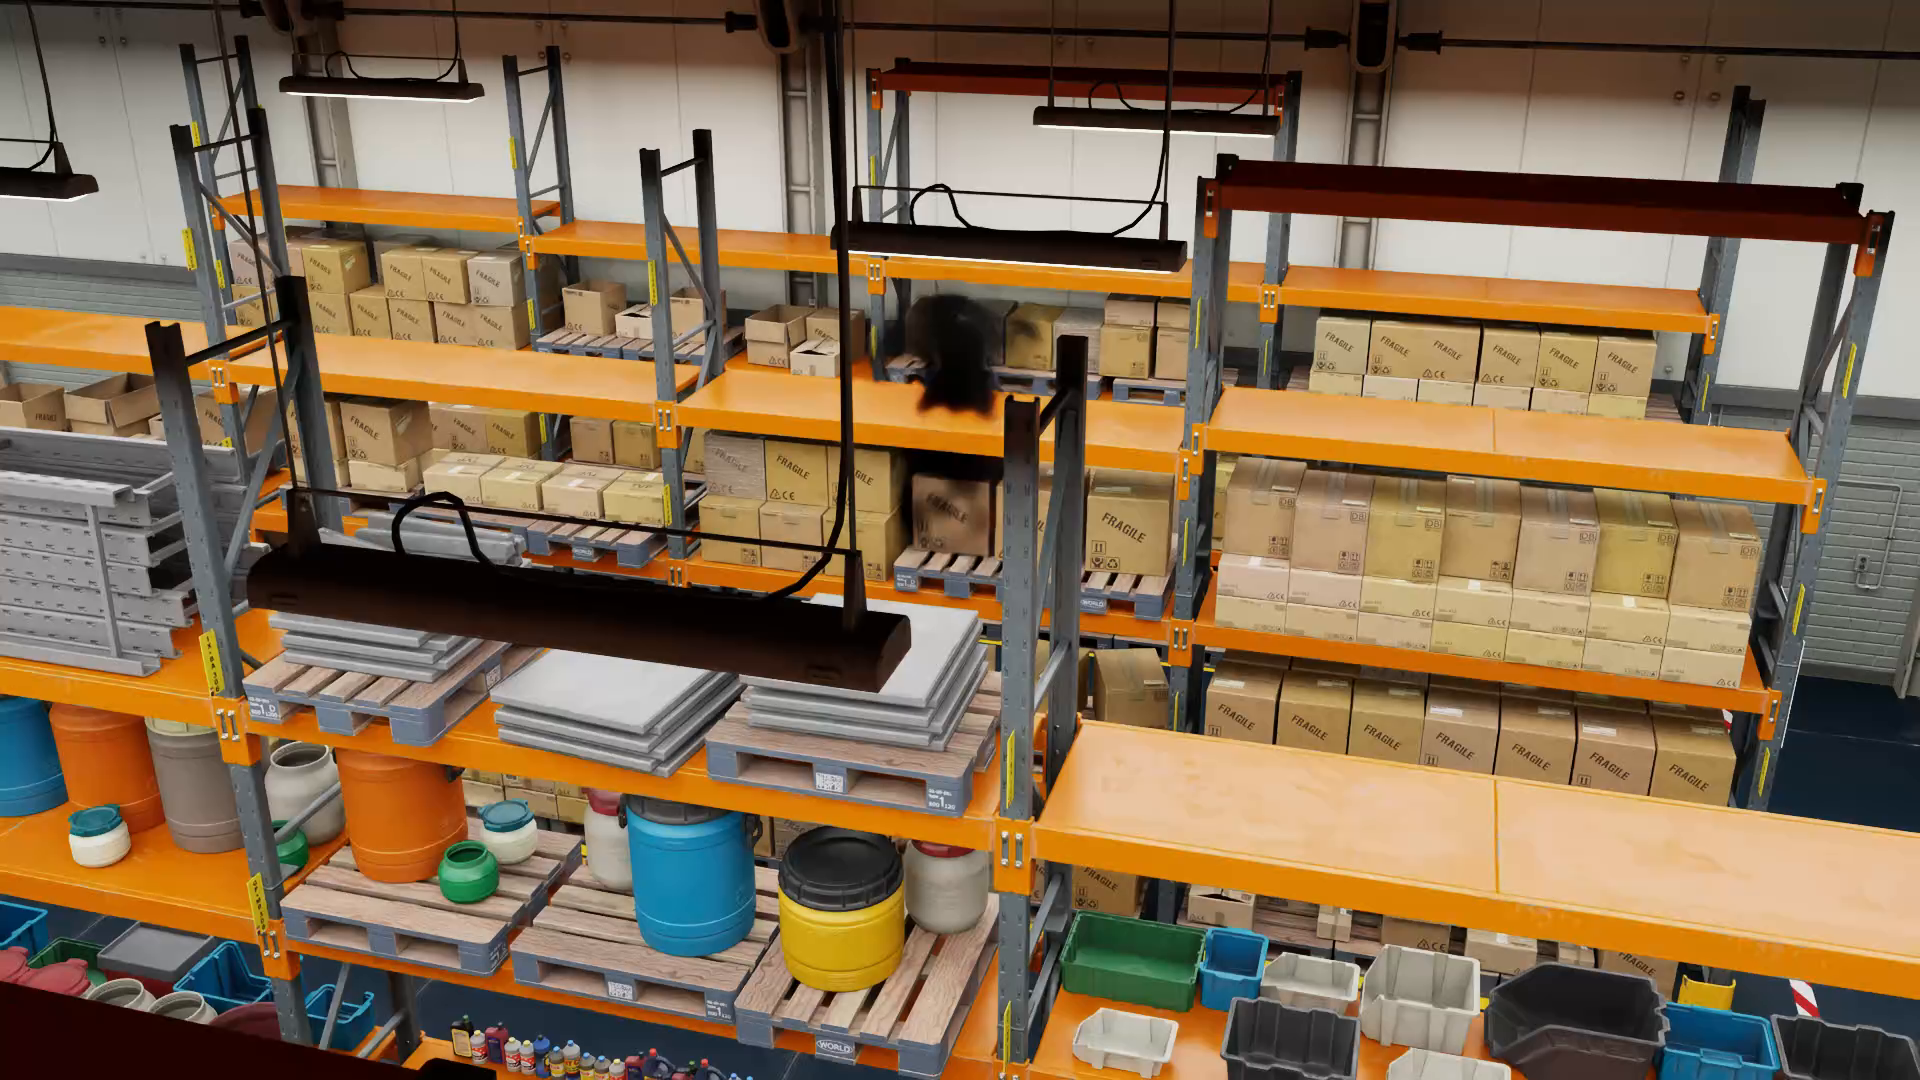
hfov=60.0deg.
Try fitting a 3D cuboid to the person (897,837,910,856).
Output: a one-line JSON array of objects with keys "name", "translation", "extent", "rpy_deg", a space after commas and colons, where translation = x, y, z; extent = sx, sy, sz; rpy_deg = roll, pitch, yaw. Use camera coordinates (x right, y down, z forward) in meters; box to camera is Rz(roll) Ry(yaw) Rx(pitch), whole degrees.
[{"name": "person", "translation": [-0.127, 2.786, 12.076], "extent": [0.593, 1.522, 0.673], "rpy_deg": [17, 28, 35]}]
